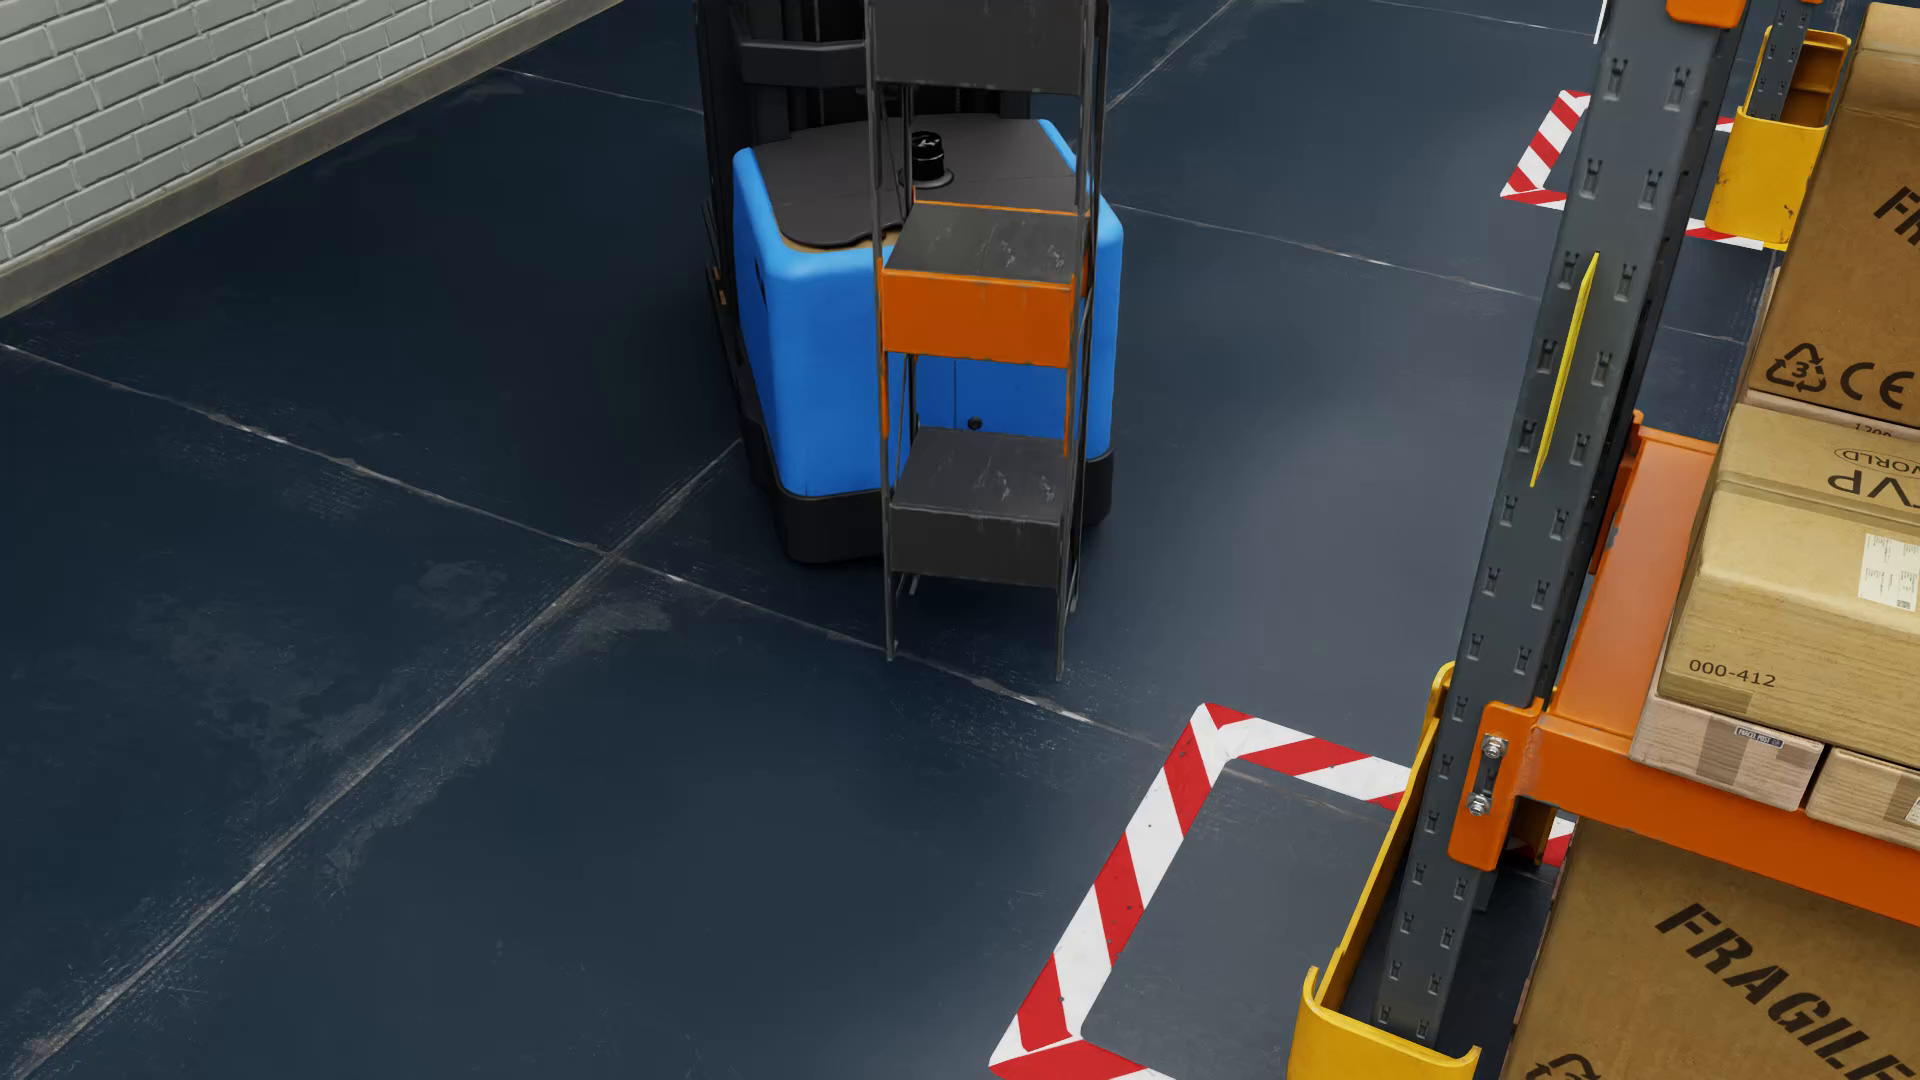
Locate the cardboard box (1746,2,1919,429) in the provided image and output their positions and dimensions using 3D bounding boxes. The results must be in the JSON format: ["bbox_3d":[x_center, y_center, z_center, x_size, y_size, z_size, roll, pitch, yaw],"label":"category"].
[{"bbox_3d":[1.645,-0.512,2.702,0.500,0.500,0.500,18,41,22],"label":"cardboard box"}]

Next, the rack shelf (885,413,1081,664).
[{"bbox_3d":[0.073,-0.007,4.703,0.480,0.518,0.431,6,38,8],"label":"rack shelf"}]

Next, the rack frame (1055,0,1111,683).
[{"bbox_3d":[0.313,-0.549,4.237,0.015,2.100,0.400,6,38,8],"label":"rack frame"}]

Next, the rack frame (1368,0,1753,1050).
[{"bbox_3d":[1.092,-0.149,2.966,0.127,3.000,1.000,17,41,21],"label":"rack frame"}]

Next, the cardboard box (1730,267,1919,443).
[{"bbox_3d":[1.644,-0.216,2.931,0.500,0.250,0.500,17,40,21],"label":"cardboard box"}]

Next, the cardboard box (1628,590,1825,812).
[{"bbox_3d":[1.255,0.227,2.678,0.250,0.149,0.380,18,41,22],"label":"cardboard box"}]

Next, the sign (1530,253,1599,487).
[{"bbox_3d":[0.831,-0.229,2.290,0.005,0.325,0.100,17,41,21],"label":"sign"}]

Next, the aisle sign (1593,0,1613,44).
[{"bbox_3d":[0.890,-1.044,1.994,0.004,0.787,0.394,17,41,21],"label":"aisle sign"}]

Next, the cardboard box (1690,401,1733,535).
[{"bbox_3d":[1.559,-0.127,3.144,0.250,0.149,0.380,18,41,22],"label":"cardboard box"}]

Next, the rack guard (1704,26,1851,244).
[{"bbox_3d":[3.530,-1.767,7.165,0.348,0.500,1.175,17,41,21],"label":"rack guard"}]

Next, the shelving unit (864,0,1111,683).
[{"bbox_3d":[0.073,-0.576,4.272,0.503,2.100,0.431,6,38,8],"label":"shelving unit"}]

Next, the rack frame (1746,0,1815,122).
[{"bbox_3d":[3.462,-2.784,6.437,0.127,3.000,1.000,17,41,21],"label":"rack frame"}]

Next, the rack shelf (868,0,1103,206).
[{"bbox_3d":[0.073,-1.122,3.857,0.480,0.518,0.431,6,38,8],"label":"rack shelf"}]

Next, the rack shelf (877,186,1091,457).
[{"bbox_3d":[0.073,-0.565,4.280,0.480,0.518,0.431,6,38,8],"label":"rack shelf"}]

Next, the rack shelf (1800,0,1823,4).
[{"bbox_3d":[5.238,-1.941,5.922,4.000,0.370,1.077,17,41,21],"label":"rack shelf"}]

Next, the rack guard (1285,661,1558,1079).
[{"bbox_3d":[1.070,0.840,3.730,0.348,0.500,1.175,17,41,21],"label":"rack guard"}]

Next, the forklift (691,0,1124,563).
[{"bbox_3d":[-0.359,-1.989,5.446,1.130,2.935,3.031,-8,38,-11],"label":"forklift"}]

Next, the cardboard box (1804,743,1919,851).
[{"bbox_3d":[1.484,0.297,2.585,0.250,0.149,0.380,17,40,21],"label":"cardboard box"}]

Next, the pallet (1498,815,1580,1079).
[{"bbox_3d":[1.838,1.142,3.571,1.213,0.211,1.003,17,41,21],"label":"pallet"}]

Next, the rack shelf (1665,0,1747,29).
[{"bbox_3d":[2.868,-0.501,1.544,4.000,0.370,1.077,17,41,21],"label":"rack shelf"}]

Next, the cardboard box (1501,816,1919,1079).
[{"bbox_3d":[1.697,0.665,3.303,0.875,0.875,0.875,17,41,21],"label":"cardboard box"}]

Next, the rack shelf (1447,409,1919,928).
[{"bbox_3d":[2.868,0.693,2.451,4.000,0.370,1.077,17,41,21],"label":"rack shelf"}]

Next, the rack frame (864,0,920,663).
[{"bbox_3d":[-0.167,-0.602,4.307,0.015,2.100,0.400,6,38,8],"label":"rack frame"}]

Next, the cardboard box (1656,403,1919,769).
[{"bbox_3d":[1.394,0.070,2.554,0.500,0.250,0.500,16,40,20],"label":"cardboard box"}]
